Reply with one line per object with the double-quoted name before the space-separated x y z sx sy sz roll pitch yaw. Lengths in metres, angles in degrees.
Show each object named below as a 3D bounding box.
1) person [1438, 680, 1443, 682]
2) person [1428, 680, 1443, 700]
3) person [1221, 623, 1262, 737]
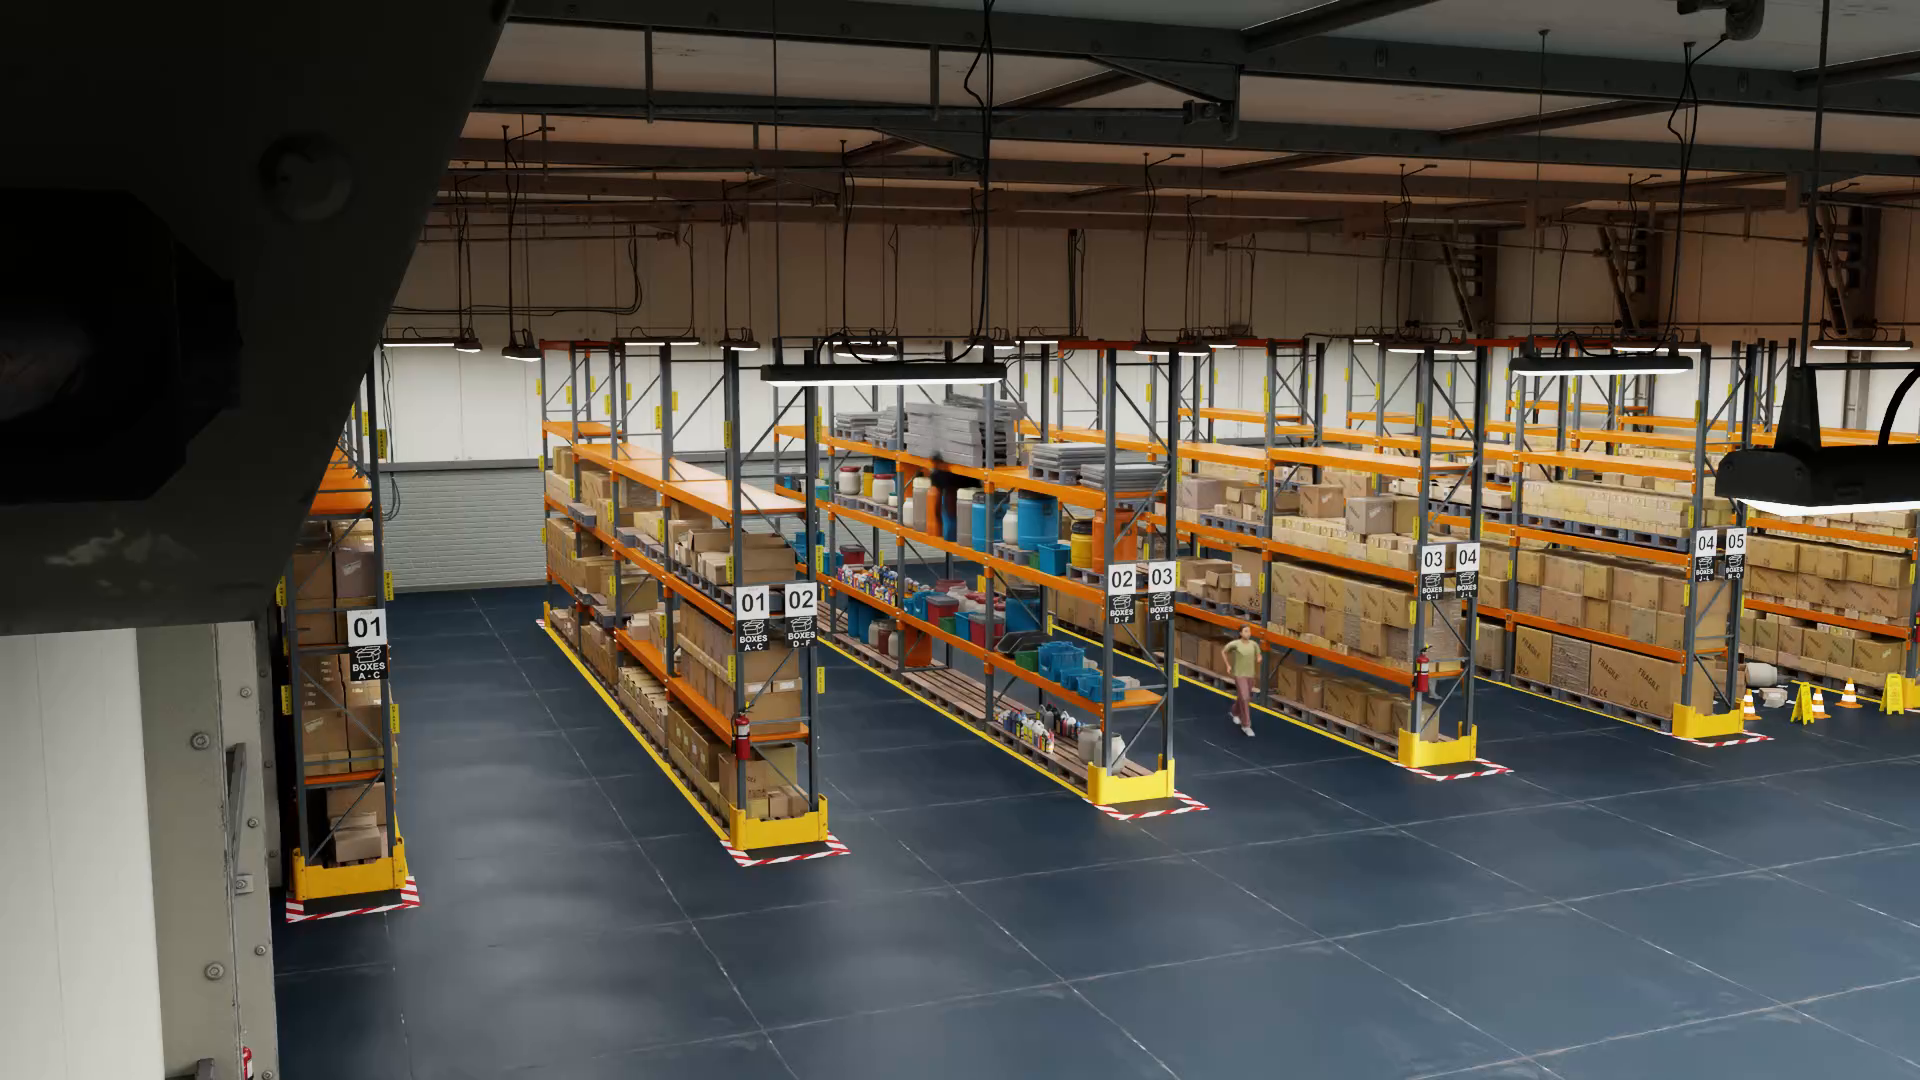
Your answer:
"person" 8.428 1.698 29.364 0.579 1.648 0.643 -4 8 -29
"person" 7.904 1.843 28.277 0.594 1.657 0.862 -4 9 -29
"person" 4.408 2.124 25.807 0.564 1.682 0.907 -3 8 -21
